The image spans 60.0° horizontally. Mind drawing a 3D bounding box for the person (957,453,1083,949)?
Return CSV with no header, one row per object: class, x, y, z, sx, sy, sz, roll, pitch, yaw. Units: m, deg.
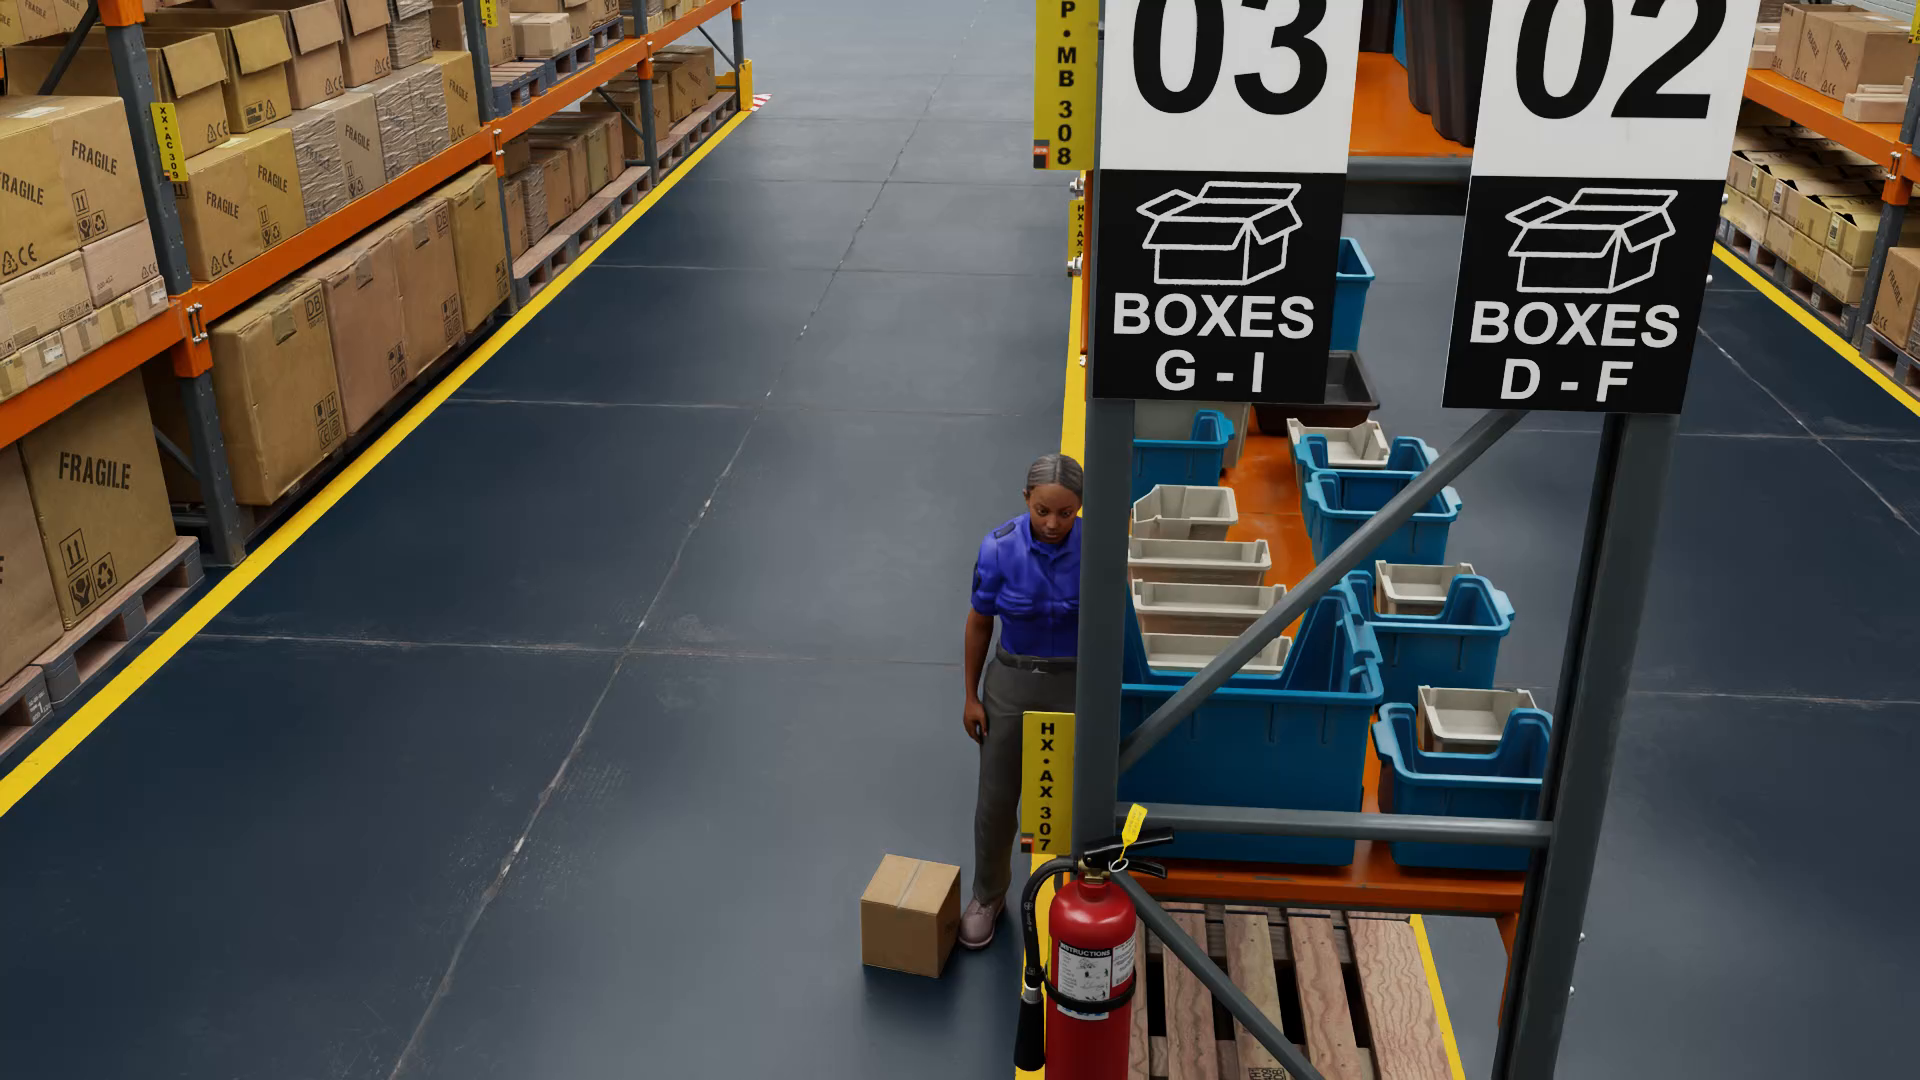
person,0.250,0.486,5.053,0.507,1.655,0.349,2,25,4
